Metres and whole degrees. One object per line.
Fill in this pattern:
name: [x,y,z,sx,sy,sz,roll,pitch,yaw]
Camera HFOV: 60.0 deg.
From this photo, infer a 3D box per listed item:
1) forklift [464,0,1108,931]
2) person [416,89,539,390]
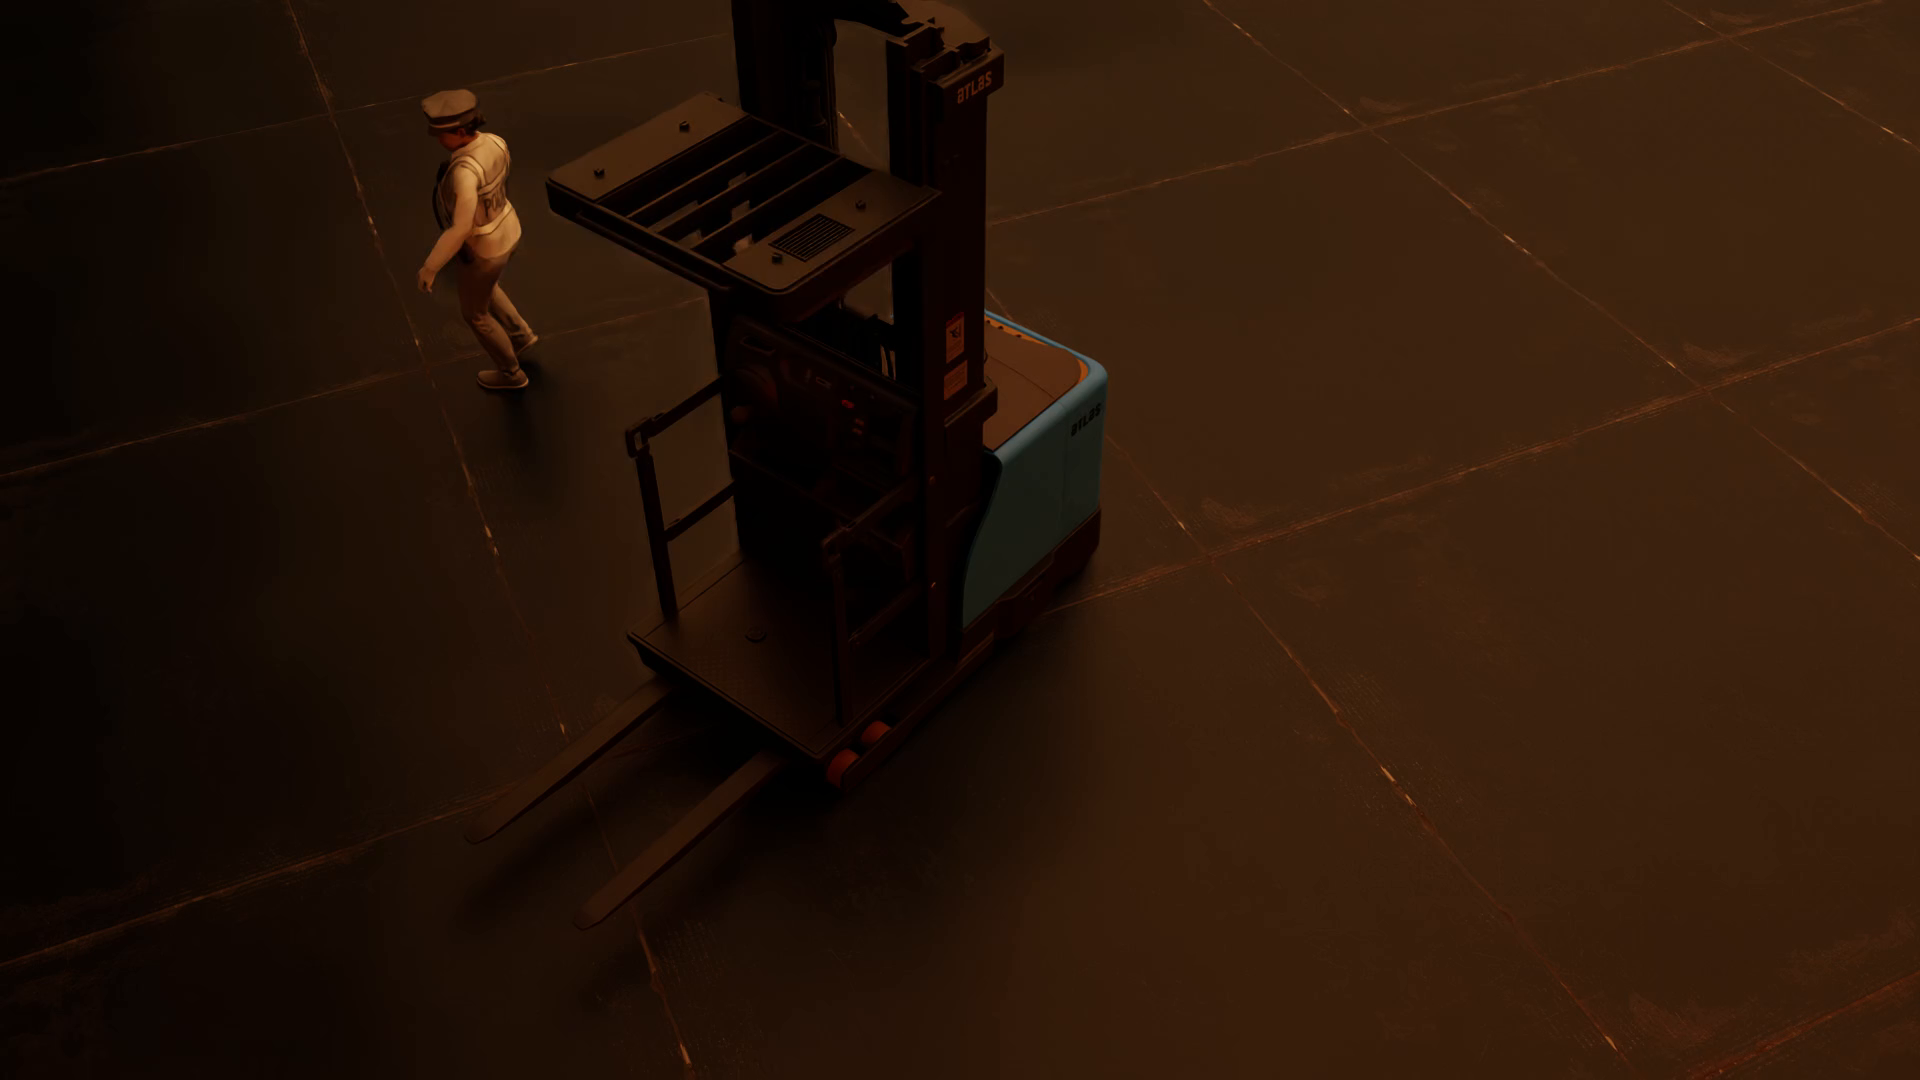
forklift: [-0.671,-0.447,6.159,1.130,2.935,3.031,29,50,27]
person: [-2.392,-1.415,8.160,0.440,1.660,0.754,10,44,11]
